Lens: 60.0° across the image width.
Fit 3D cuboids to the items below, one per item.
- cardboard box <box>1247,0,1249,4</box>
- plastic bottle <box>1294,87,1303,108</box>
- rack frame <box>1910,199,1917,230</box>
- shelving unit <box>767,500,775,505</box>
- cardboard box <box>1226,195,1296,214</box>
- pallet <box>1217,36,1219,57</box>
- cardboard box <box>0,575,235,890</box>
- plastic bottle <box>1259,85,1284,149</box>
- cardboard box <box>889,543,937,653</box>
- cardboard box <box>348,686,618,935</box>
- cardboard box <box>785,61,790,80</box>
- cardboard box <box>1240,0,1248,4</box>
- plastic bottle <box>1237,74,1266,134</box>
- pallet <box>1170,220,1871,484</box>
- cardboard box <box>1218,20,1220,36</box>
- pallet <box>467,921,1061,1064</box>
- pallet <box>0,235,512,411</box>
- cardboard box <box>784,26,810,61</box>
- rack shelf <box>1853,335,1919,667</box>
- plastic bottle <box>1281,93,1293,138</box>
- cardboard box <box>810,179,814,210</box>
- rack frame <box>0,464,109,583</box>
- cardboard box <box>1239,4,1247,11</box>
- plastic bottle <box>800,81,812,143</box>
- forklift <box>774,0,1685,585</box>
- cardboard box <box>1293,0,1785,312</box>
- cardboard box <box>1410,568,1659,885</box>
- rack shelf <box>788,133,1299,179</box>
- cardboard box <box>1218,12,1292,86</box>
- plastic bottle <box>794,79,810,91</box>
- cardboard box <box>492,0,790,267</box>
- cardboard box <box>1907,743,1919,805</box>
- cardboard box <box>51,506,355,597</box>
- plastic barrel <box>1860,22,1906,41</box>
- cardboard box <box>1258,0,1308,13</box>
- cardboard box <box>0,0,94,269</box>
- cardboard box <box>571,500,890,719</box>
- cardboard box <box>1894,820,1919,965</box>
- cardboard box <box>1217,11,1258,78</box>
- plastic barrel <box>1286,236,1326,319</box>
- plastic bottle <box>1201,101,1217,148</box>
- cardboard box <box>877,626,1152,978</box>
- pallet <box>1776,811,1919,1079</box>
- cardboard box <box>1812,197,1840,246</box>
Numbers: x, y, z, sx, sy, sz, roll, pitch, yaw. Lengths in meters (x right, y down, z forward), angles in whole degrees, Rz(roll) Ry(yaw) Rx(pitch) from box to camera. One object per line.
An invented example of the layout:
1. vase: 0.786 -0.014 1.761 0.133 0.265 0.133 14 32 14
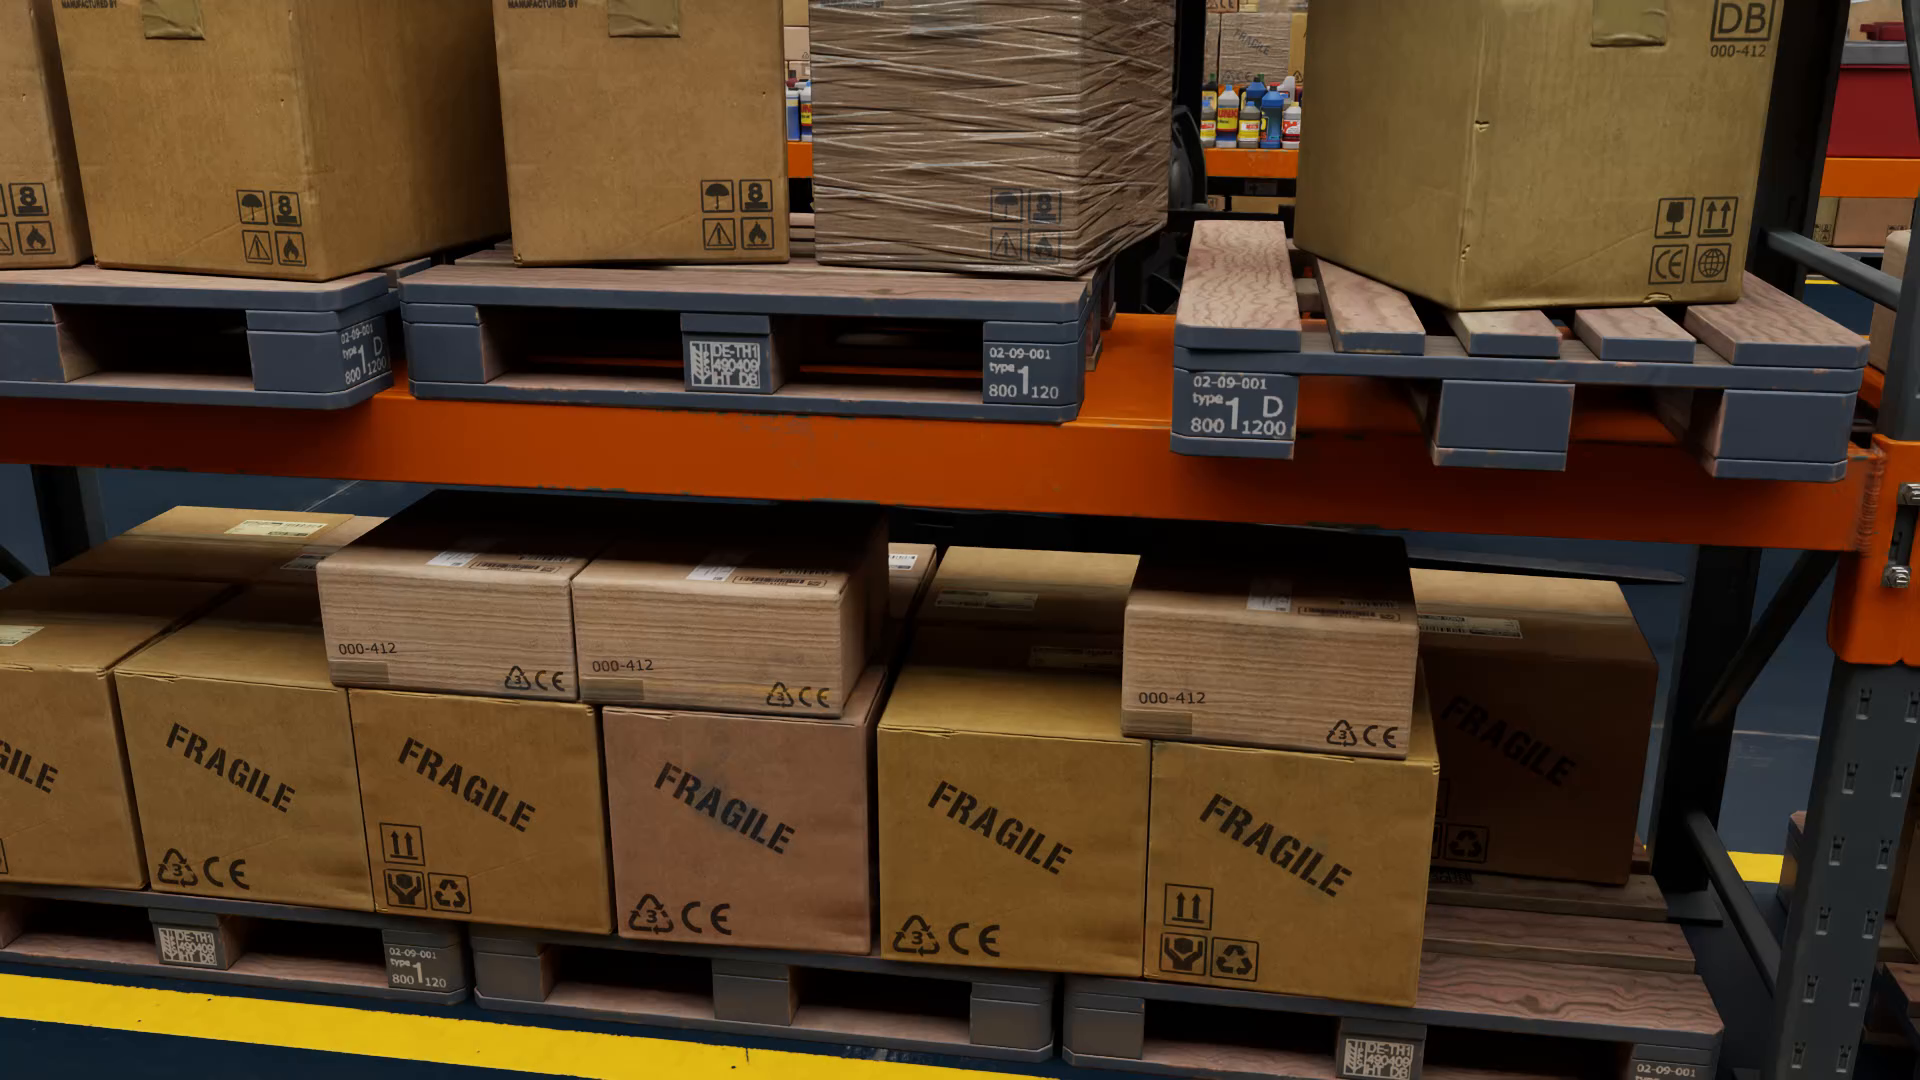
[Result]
1. cardboard box: 2.865 -5.612 17.144 0.250 0.149 0.380 2 19 6
2. plastic bottle: 1.694 -2.124 8.107 0.133 0.283 0.061 3 19 9
3. rack frame: 7.122 -3.376 11.665 0.127 3.000 1.000 3 19 9
4. shelving unit: -0.613 -0.630 6.294 0.189 1.200 0.258 5 19 16
5. cardboard box: 2.495 -2.810 12.660 0.875 0.875 1.225 2 19 6
6. pallet: 2.098 -5.122 17.185 1.213 0.211 1.003 3 19 9
7. cardboard box: -1.912 0.403 3.619 0.500 0.500 0.500 2 19 6
8. plastic bottle: 1.389 -1.884 7.409 0.097 0.271 0.097 0 18 0
9. cardboard box: -0.334 0.315 3.881 0.500 0.500 0.500 2 19 7
10. cardboard box: -0.892 0.453 3.467 0.500 0.500 0.500 3 19 9
11. cardboard box: -1.384 -3.585 12.685 0.250 0.149 0.380 3 19 10
12. cardboard box: 2.732 -5.408 16.534 0.250 0.149 0.380 3 19 10
13. plastic bottle: 1.429 -2.137 8.147 0.133 0.283 0.061 3 19 9
14. pallet: 0.918 -0.395 3.058 1.003 0.211 1.213 3 19 9
15. cardboard box: 2.489 -5.139 16.669 0.250 0.149 0.380 2 19 6
16. pallet: -0.334 0.737 3.767 1.213 0.211 1.003 3 19 9
17. pallet: -1.580 -0.509 3.401 1.213 0.211 1.003 3 19 9
18. cardboard box: -1.254 -3.788 12.665 0.500 0.250 0.500 3 19 8
19. rack shelf: 3.573 -0.032 2.805 4.000 0.370 1.077 3 19 9
20. plastic bottle: 1.553 -2.037 7.978 0.097 0.201 0.097 0 18 0
21. cardboard box: -1.415 -3.028 13.313 0.875 0.875 0.875 3 19 9
22. rack frame: -2.351 -0.675 3.593 0.127 3.000 1.000 3 19 9
23. cardboard box: 2.728 -5.267 16.583 0.250 0.149 0.380 3 19 9
24. plastic bottle: -0.694 -1.990 7.726 0.097 0.271 0.097 0 18 0
25. forklift: 0.915 -1.287 5.529 3.031 2.935 1.130 5 19 16
26. cardboard box: 0.958 -0.717 2.898 0.500 0.500 0.700 -3 19 -10
27. cardboard box: 1.194 0.391 3.654 0.500 0.500 0.500 4 19 11
28. rack shelf: 0.413 -1.785 8.044 4.000 0.370 1.077 3 19 9
29. cardboard box: 2.155 -3.599 12.173 0.500 0.500 0.500 3 19 8
30. plastic bottle: -0.761 -2.231 8.438 0.135 0.276 0.152 3 19 9
31. cardboard box: -0.597 -0.852 3.303 0.500 0.500 0.700 -2 19 -5
32. cardboard box: 2.154 0.314 3.424 0.500 0.311 0.500 3 19 10
33. cardboard box: -1.819 0.237 4.114 0.500 0.500 0.500 3 19 8
34. plastic barrel: 4.275 -2.064 7.530 0.433 0.535 0.433 0 18 0
35. cardboard box: 2.454 -4.142 12.216 0.637 0.503 0.797 4 19 11
36. cardboard box: -1.919 -0.828 3.230 0.500 0.500 0.700 -3 19 -10
37. cardboard box: -0.430 0.122 3.275 0.500 0.250 0.500 3 19 8
38. cardboard box: 2.068 0.750 3.007 0.500 0.250 0.500 3 19 8
39. cardboard box: 2.227 -3.759 12.654 0.500 0.500 0.500 2 19 7
40. plastic barrel: 1.902 -1.215 7.964 0.708 0.830 0.600 3 19 9
41. plastic bottle: 1.101 -1.865 7.464 0.097 0.201 0.097 0 18 0
42. cardboard box: 0.126 0.503 3.317 0.500 0.500 0.500 2 19 7
43. pallet: 2.405 0.902 3.273 1.213 0.211 1.003 3 19 9
44. cardboard box: 6.052 -2.466 12.193 0.500 0.500 0.700 3 19 8
